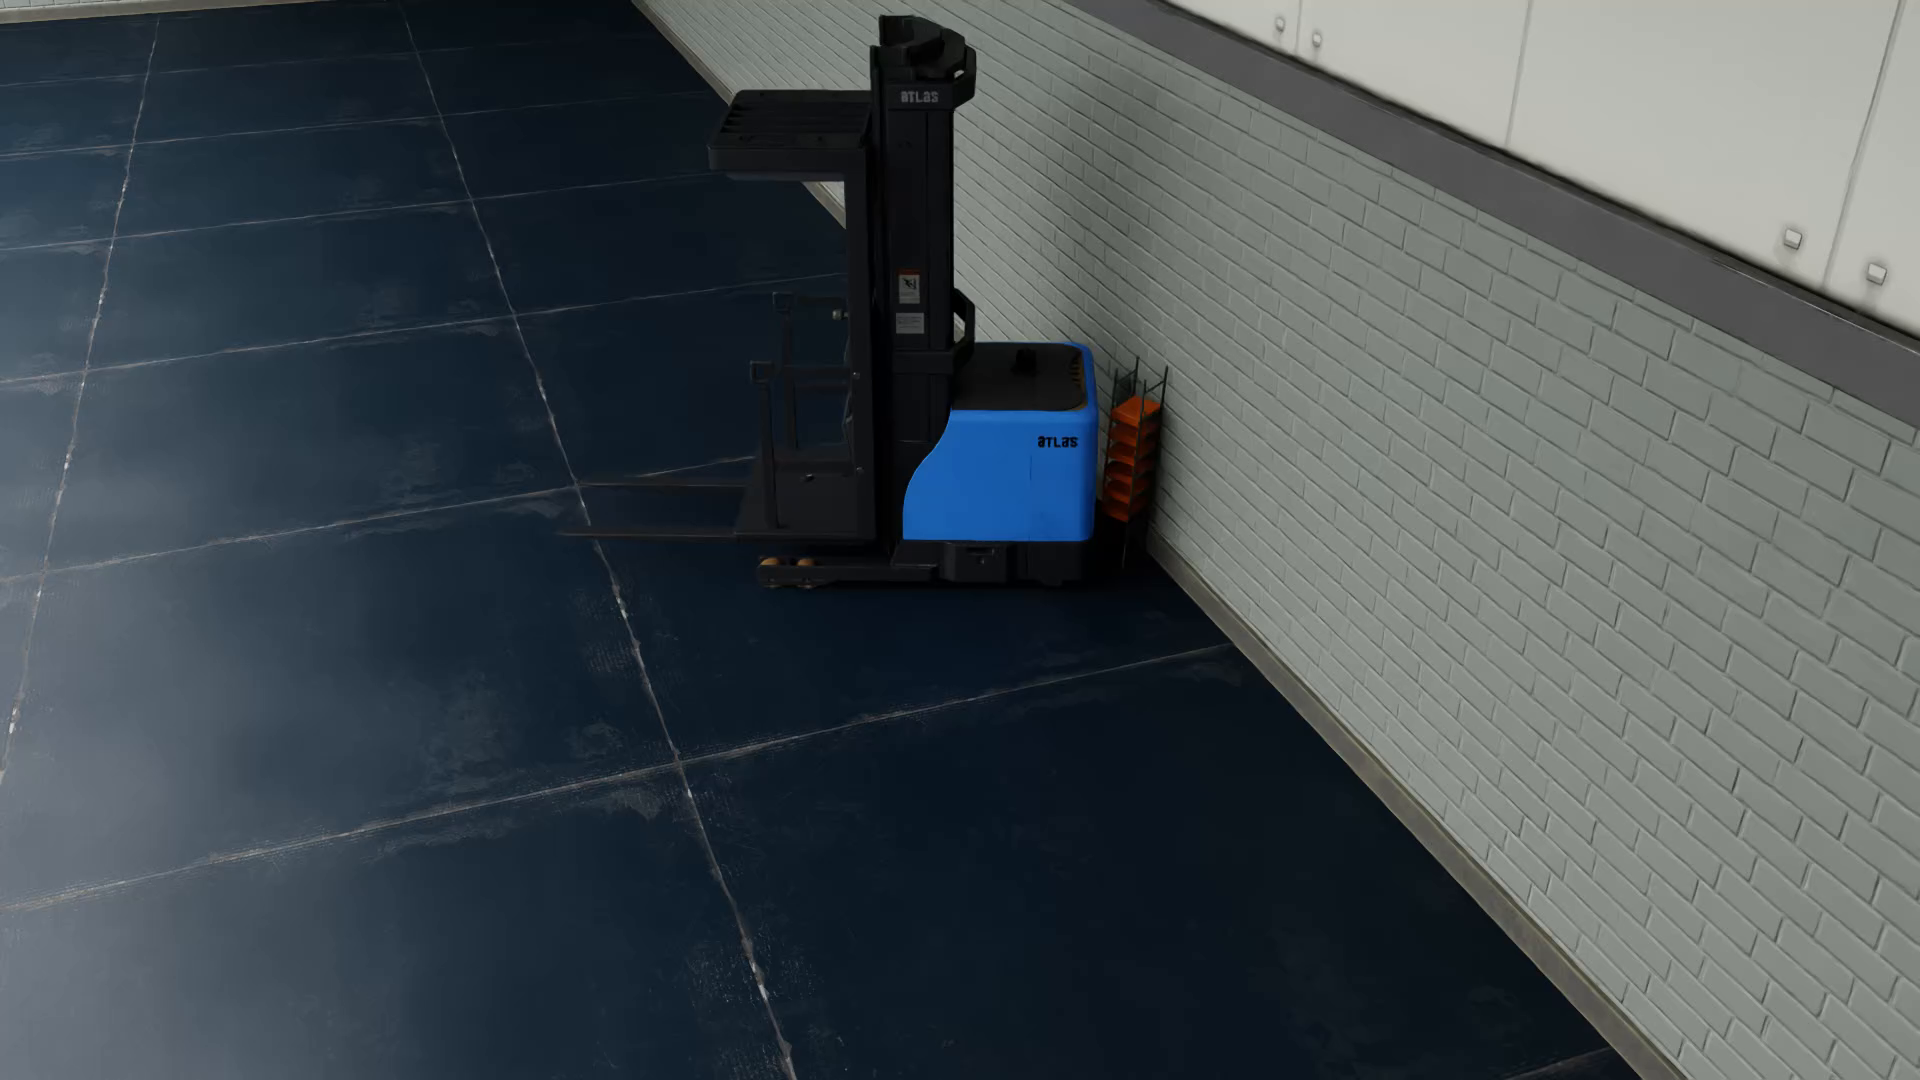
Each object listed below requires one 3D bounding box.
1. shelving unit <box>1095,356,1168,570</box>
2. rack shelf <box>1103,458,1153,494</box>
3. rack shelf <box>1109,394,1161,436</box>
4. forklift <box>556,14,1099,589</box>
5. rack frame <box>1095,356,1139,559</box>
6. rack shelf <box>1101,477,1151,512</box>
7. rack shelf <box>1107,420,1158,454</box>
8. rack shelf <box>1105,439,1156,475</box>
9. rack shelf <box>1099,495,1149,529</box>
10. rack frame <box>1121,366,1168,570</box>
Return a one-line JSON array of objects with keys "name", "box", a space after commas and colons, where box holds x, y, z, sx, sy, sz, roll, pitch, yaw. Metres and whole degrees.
[{"name": "shelving unit", "box": [0.948, -0.416, 9.259, 0.189, 1.200, 0.258, 24, 37, 29]}, {"name": "rack shelf", "box": [0.946, -0.379, 9.282, 0.180, 0.103, 0.258, 24, 37, 29]}, {"name": "rack shelf", "box": [0.964, -0.684, 9.092, 0.180, 0.103, 0.258, 24, 37, 29]}, {"name": "forklift", "box": [-0.753, -1.263, 9.006, 3.031, 2.935, 1.130, 1, 30, 1]}, {"name": "rack frame", "box": [0.875, -0.448, 9.304, 0.006, 1.200, 0.240, 24, 37, 29]}, {"name": "rack shelf", "box": [0.940, -0.277, 9.345, 0.180, 0.103, 0.258, 24, 37, 29]}, {"name": "rack shelf", "box": [0.958, -0.582, 9.156, 0.180, 0.103, 0.258, 24, 37, 29]}, {"name": "rack shelf", "box": [0.952, -0.480, 9.219, 0.180, 0.103, 0.258, 24, 37, 29]}, {"name": "rack shelf", "box": [0.934, -0.175, 9.408, 0.180, 0.103, 0.258, 24, 37, 29]}, {"name": "rack frame", "box": [1.021, -0.384, 9.214, 0.006, 1.200, 0.240, 24, 37, 29]}]
